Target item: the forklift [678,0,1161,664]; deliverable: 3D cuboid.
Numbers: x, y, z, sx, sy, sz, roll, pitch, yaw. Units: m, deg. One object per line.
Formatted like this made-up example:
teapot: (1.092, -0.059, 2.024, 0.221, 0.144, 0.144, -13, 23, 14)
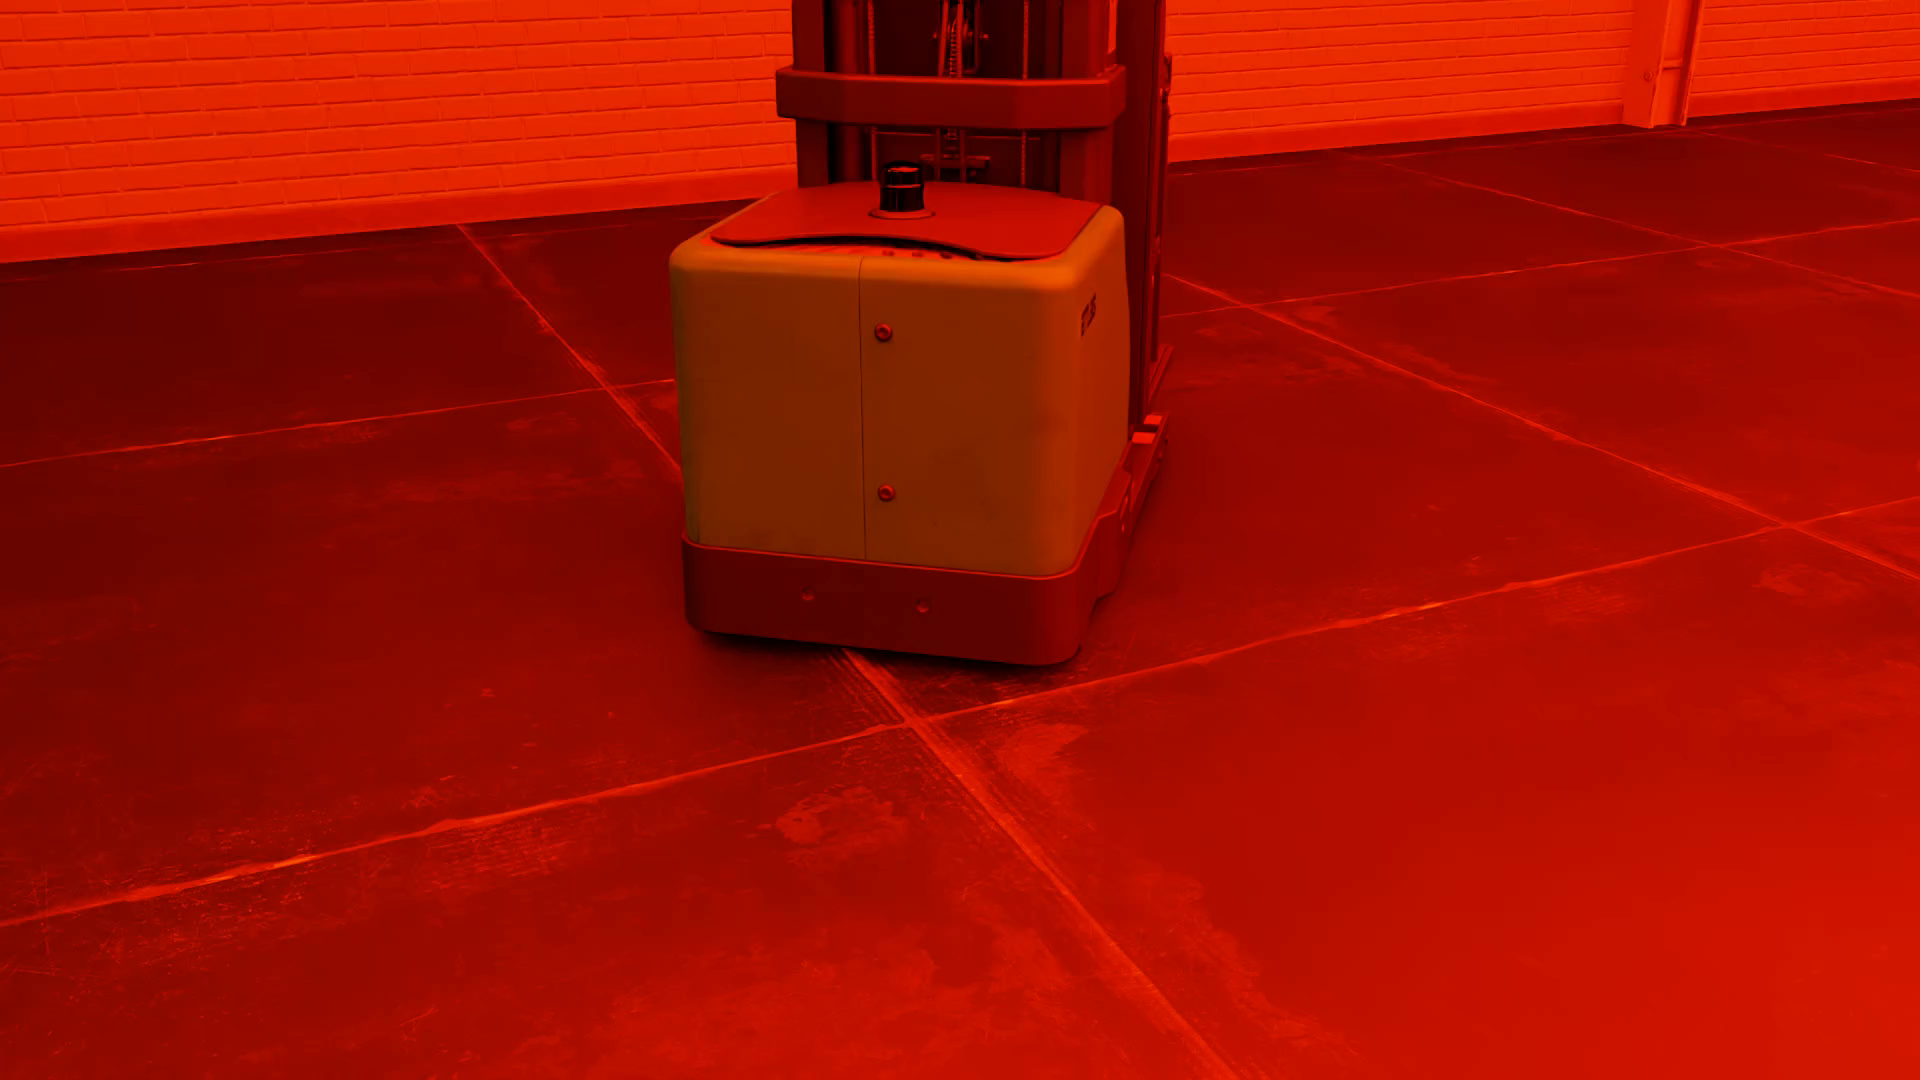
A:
forklift: (0.082, -1.576, 5.080, 1.130, 2.935, 3.031, 4, 23, 10)
